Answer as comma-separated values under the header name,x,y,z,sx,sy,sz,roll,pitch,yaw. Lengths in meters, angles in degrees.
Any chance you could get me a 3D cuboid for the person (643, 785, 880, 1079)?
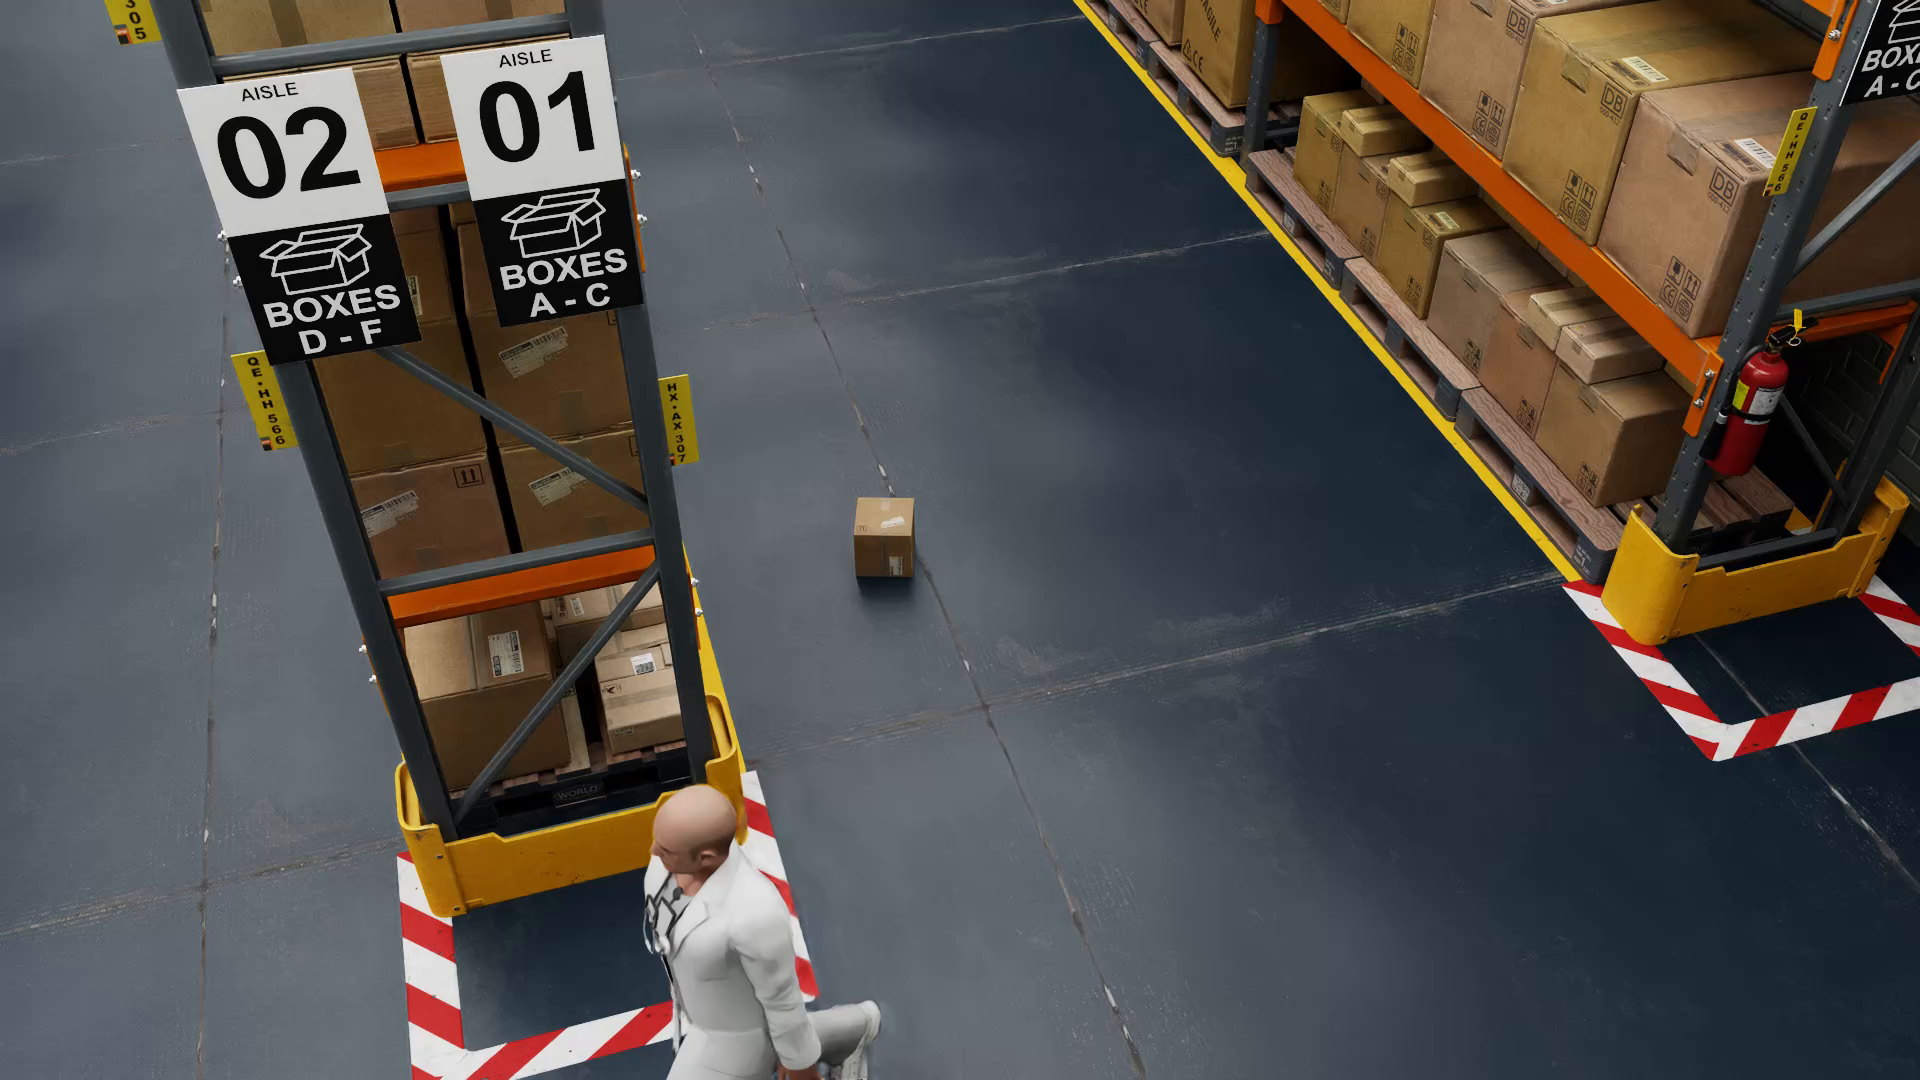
name,x,y,z,sx,sy,sz,roll,pitch,yaw
person,-0.600,1.273,4.730,0.905,1.745,0.635,-24,47,-25
